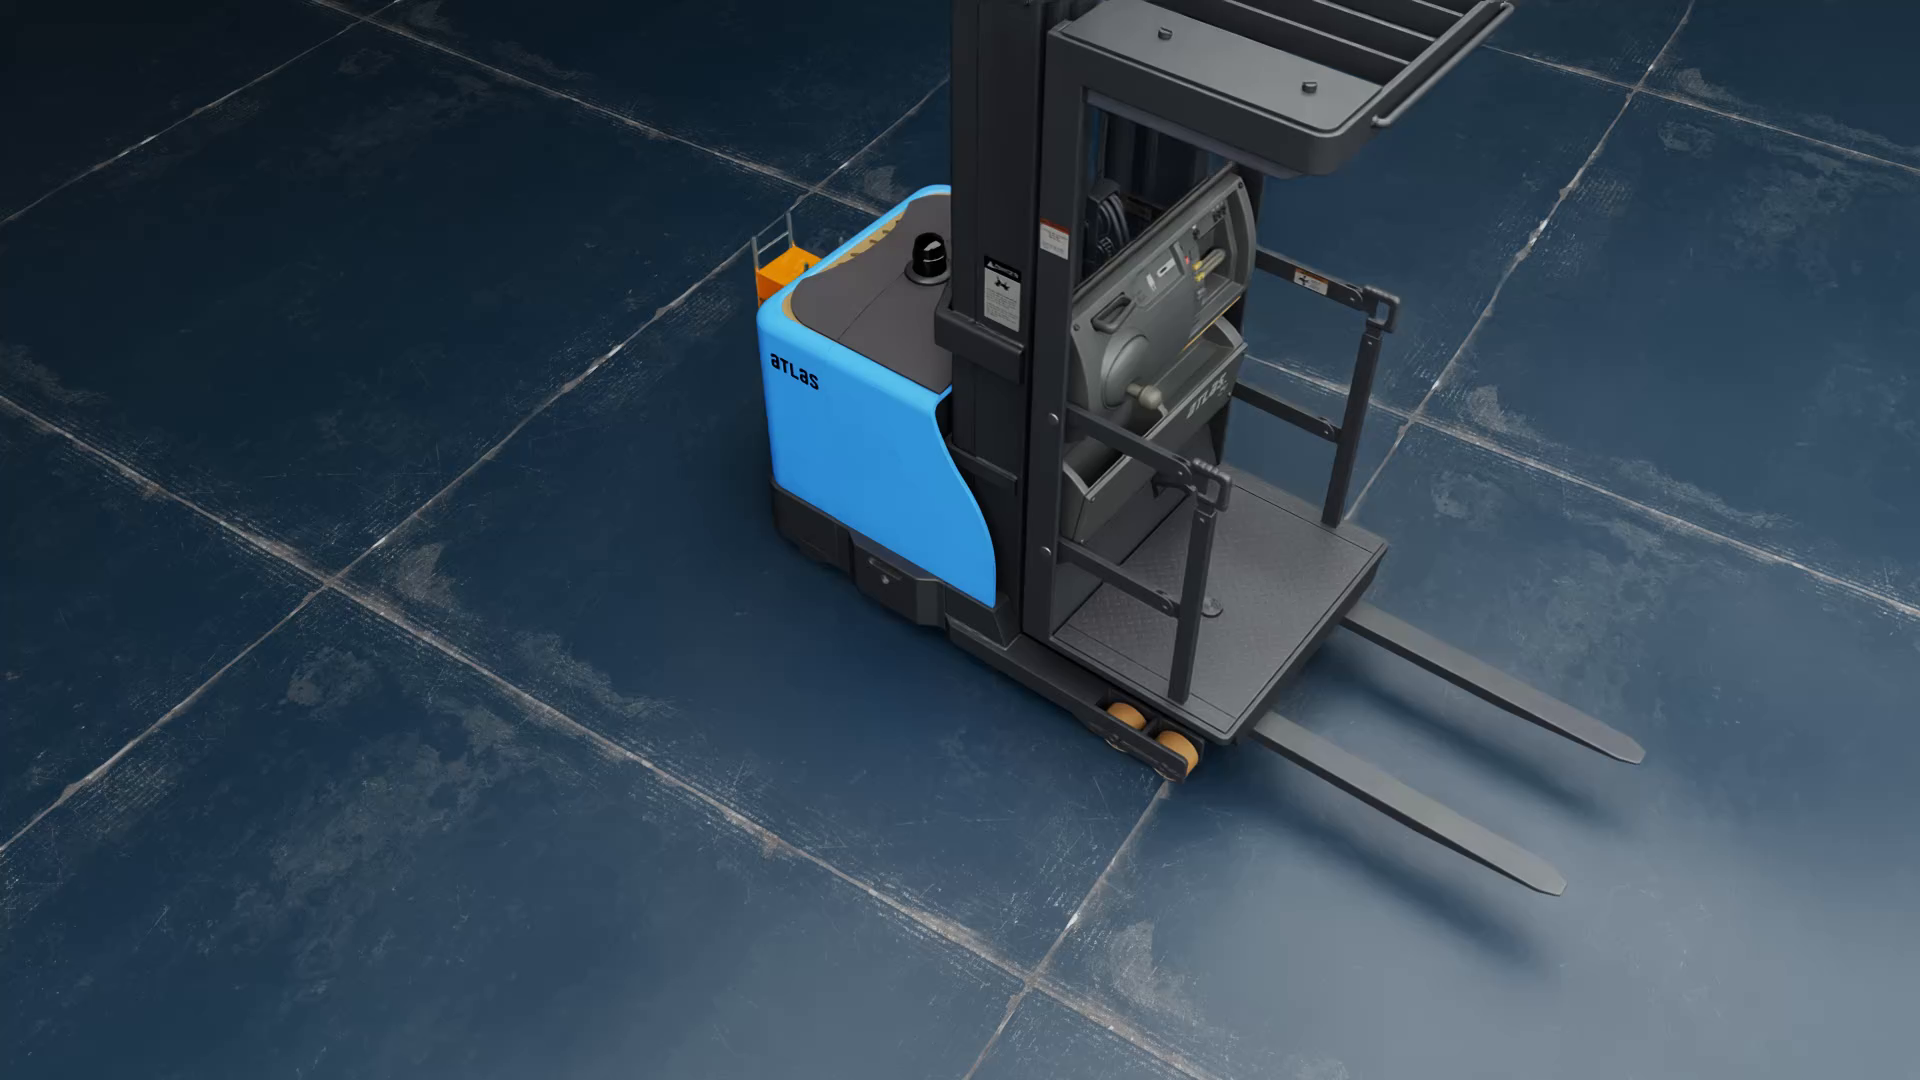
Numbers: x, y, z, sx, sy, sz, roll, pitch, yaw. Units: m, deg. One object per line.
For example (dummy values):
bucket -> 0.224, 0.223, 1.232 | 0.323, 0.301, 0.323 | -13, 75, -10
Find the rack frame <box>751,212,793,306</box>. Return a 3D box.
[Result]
rack frame -> -0.666, -0.743, 6.240 | 0.008, 1.050, 0.200 | 29, 52, 25

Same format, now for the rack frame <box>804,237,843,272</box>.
rack frame -> -0.473, -0.636, 6.136 | 0.008, 1.050, 0.200 | 29, 52, 25

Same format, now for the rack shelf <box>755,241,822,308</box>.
rack shelf -> -0.569, -0.880, 5.992 | 0.240, 0.259, 0.215 | 29, 52, 25

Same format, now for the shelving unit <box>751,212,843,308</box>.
shelving unit -> -0.569, -0.690, 6.188 | 0.252, 1.050, 0.215 | 29, 52, 25

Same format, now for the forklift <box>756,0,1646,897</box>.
forklift -> 0.781, -0.666, 4.853 | 3.031, 2.935, 1.130 | 29, 52, 25
